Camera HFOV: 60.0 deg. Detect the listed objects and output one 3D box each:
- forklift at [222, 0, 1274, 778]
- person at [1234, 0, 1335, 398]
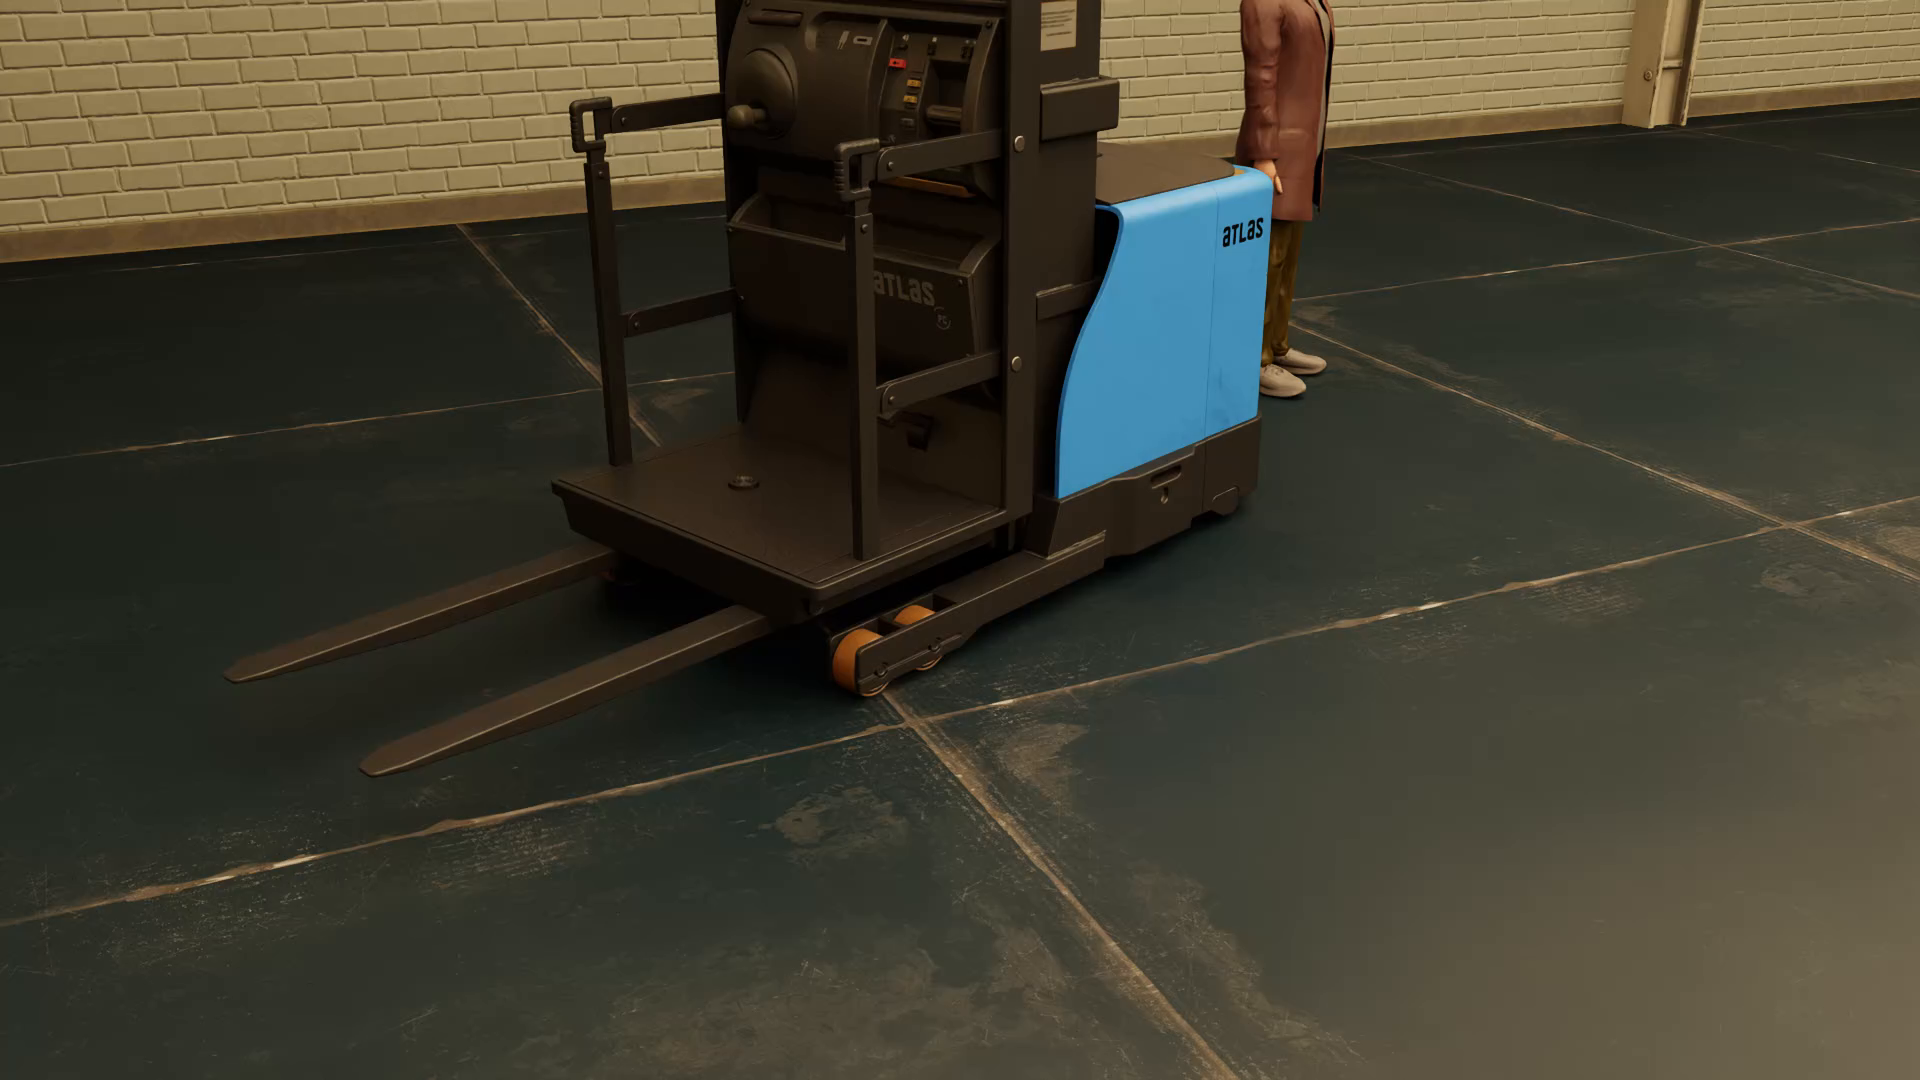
[{"bbox_3d":[-0.413,-1.182,4.131,1.130,2.935,3.031,19,29,39],"label":"forklift"},{"bbox_3d":[1.247,-1.366,6.363,0.375,1.559,0.558,10,24,22],"label":"person"}]
